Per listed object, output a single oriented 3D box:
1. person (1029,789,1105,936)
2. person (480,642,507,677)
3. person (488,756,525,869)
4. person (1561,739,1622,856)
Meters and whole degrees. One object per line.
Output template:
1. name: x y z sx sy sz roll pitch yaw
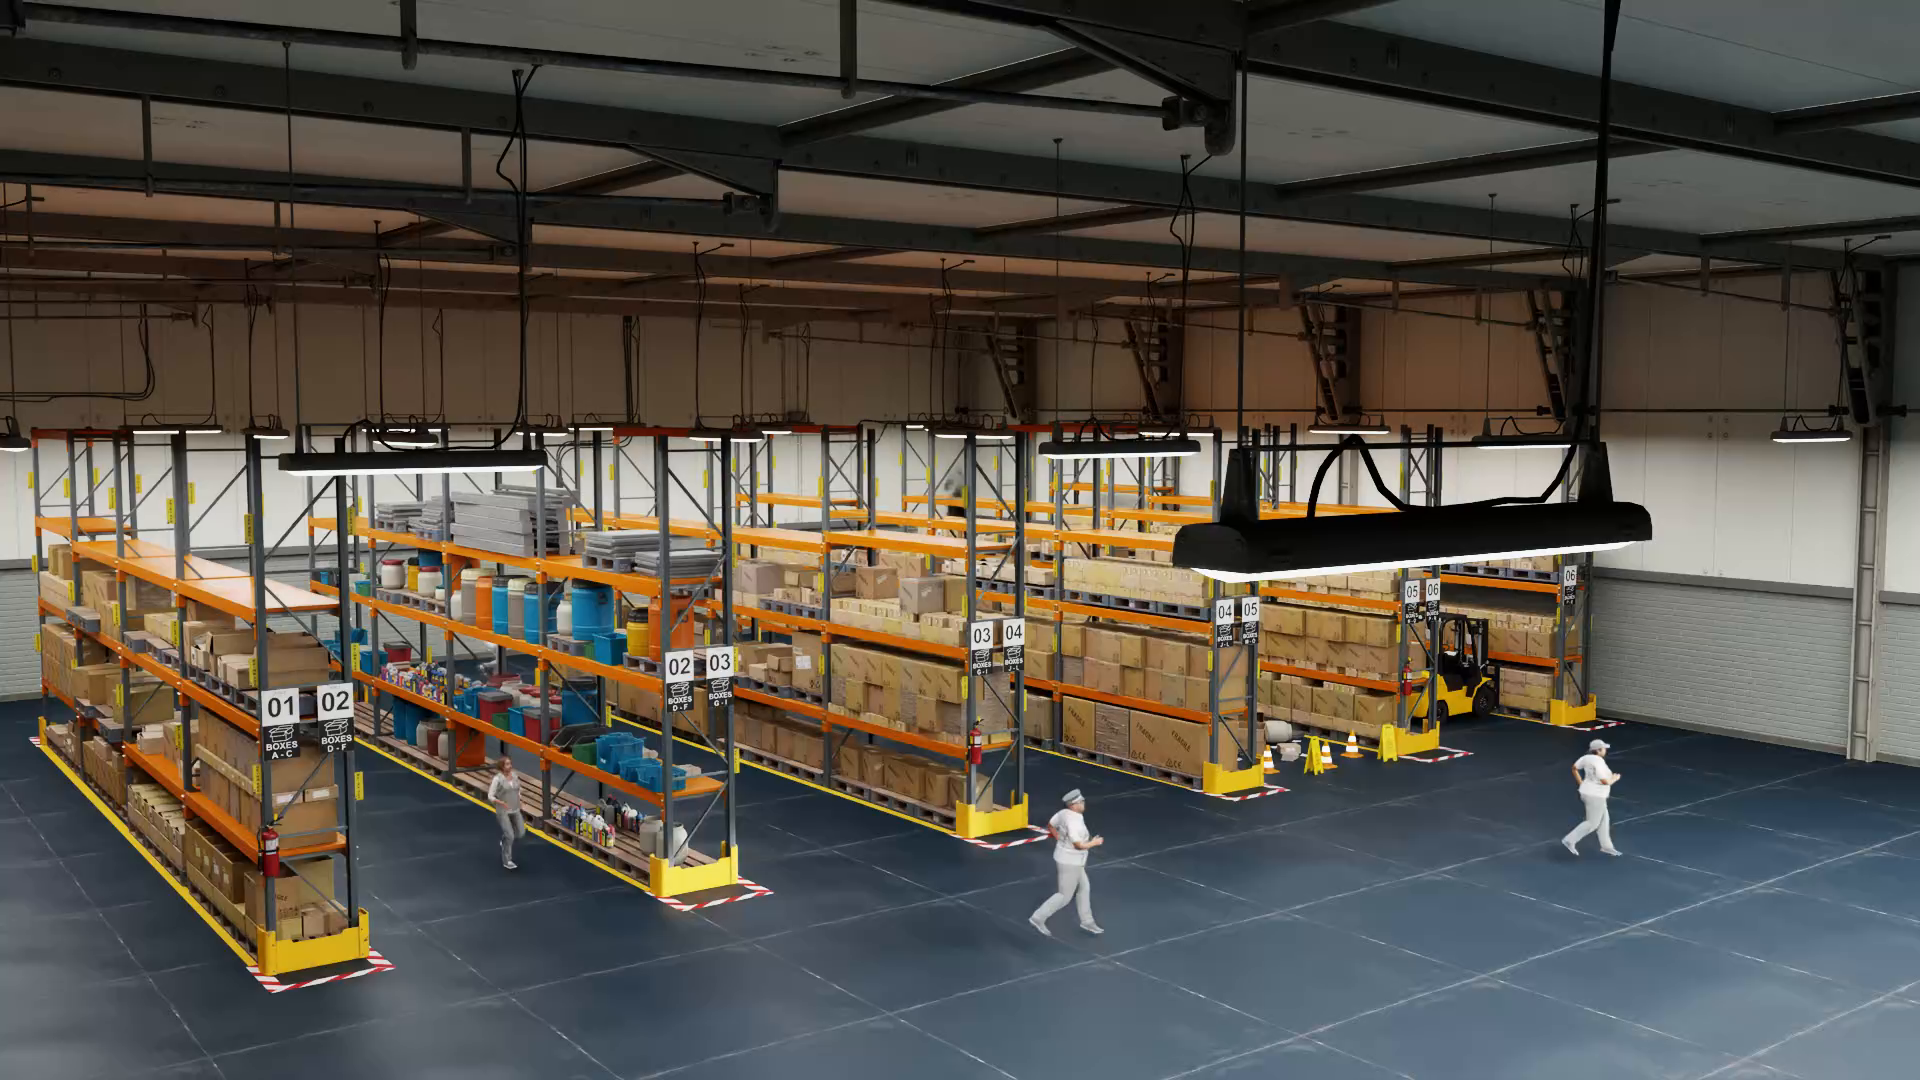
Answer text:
1. person: 1.278 3.881 19.934 0.982 1.813 0.671 -1 5 -9
2. person: -10.862 2.441 38.654 0.639 1.728 0.668 -2 5 -26
3. person: -6.242 3.753 22.942 0.559 1.551 0.532 4 6 43
4. person: 8.923 3.644 23.435 0.903 1.664 0.632 0 4 0
